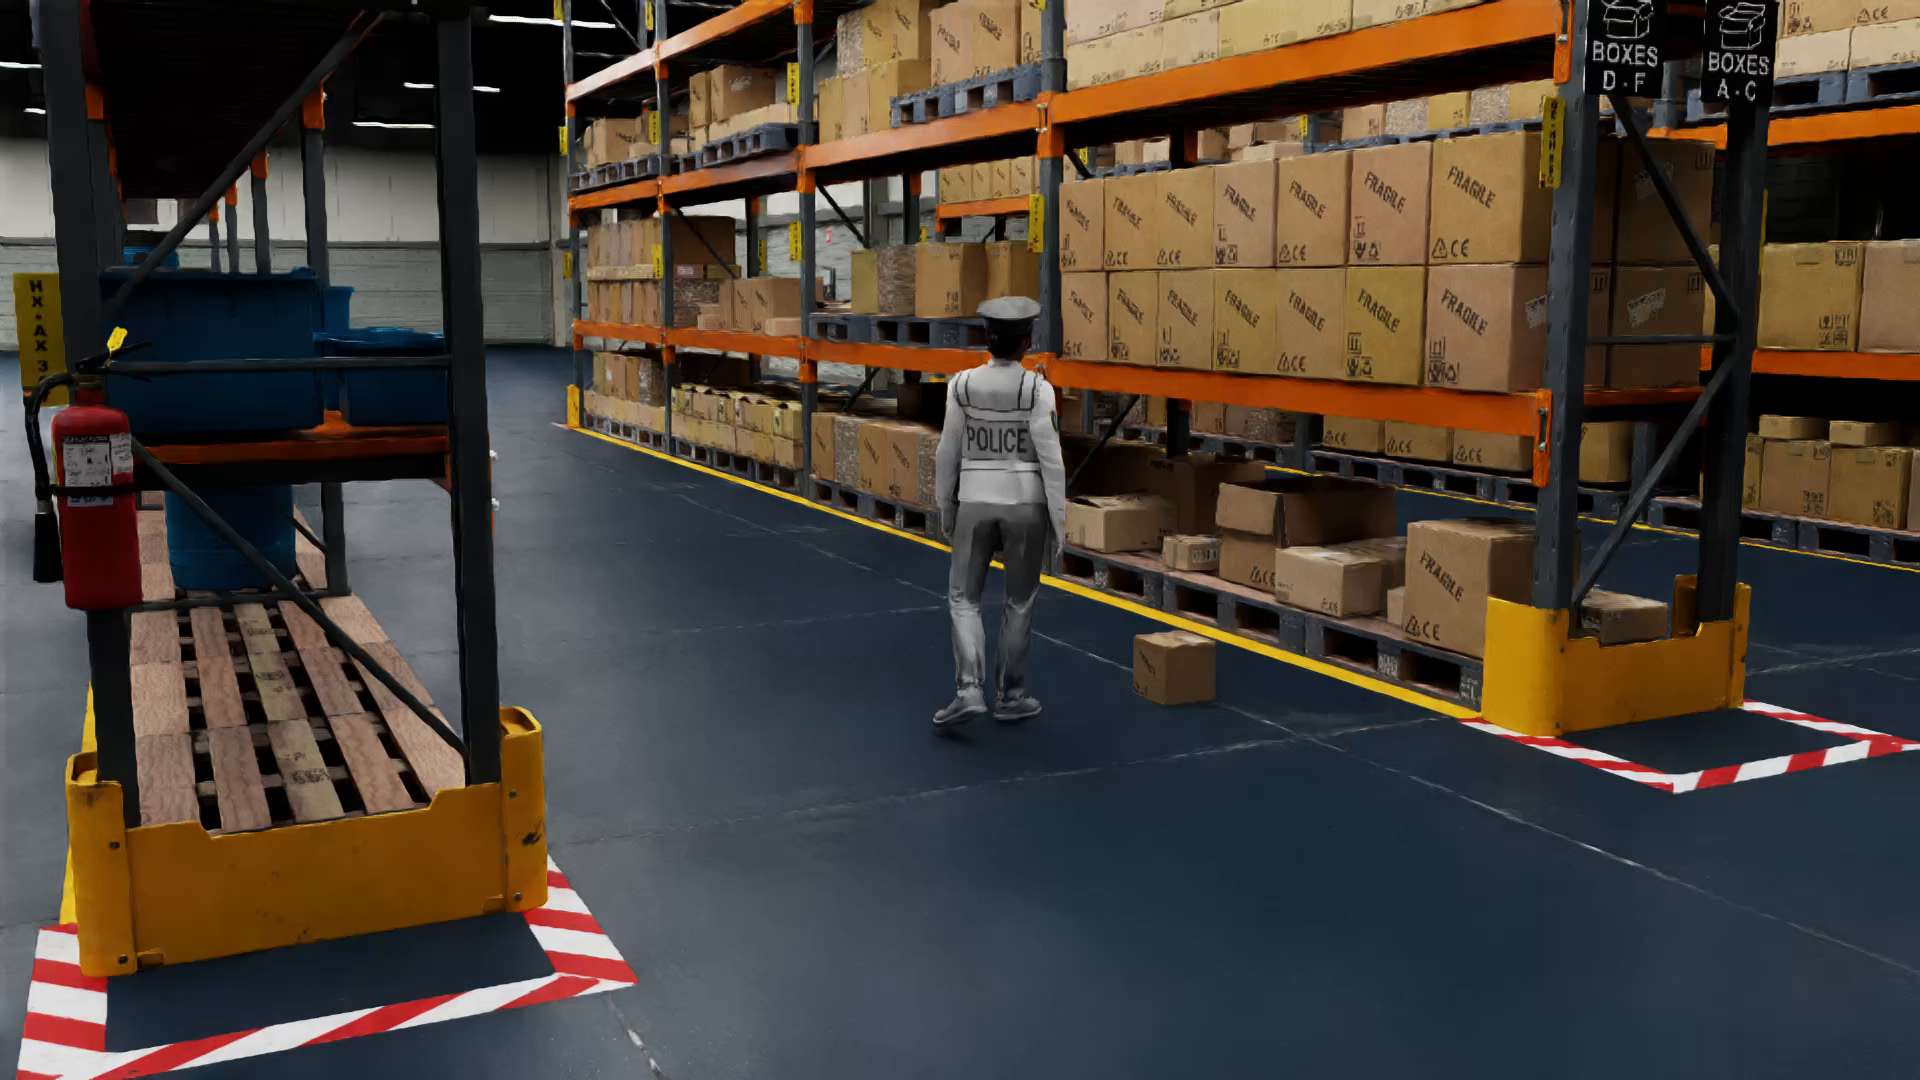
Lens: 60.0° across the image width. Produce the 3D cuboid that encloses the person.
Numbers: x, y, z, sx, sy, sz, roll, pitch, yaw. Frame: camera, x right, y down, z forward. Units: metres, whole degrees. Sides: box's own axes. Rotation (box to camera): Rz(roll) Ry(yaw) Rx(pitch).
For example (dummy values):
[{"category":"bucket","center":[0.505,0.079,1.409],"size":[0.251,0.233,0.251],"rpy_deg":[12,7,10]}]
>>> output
[{"category":"person","center":[0.149,-0.095,6.415],"size":[0.539,1.676,0.609],"rpy_deg":[2,9,13]}]
